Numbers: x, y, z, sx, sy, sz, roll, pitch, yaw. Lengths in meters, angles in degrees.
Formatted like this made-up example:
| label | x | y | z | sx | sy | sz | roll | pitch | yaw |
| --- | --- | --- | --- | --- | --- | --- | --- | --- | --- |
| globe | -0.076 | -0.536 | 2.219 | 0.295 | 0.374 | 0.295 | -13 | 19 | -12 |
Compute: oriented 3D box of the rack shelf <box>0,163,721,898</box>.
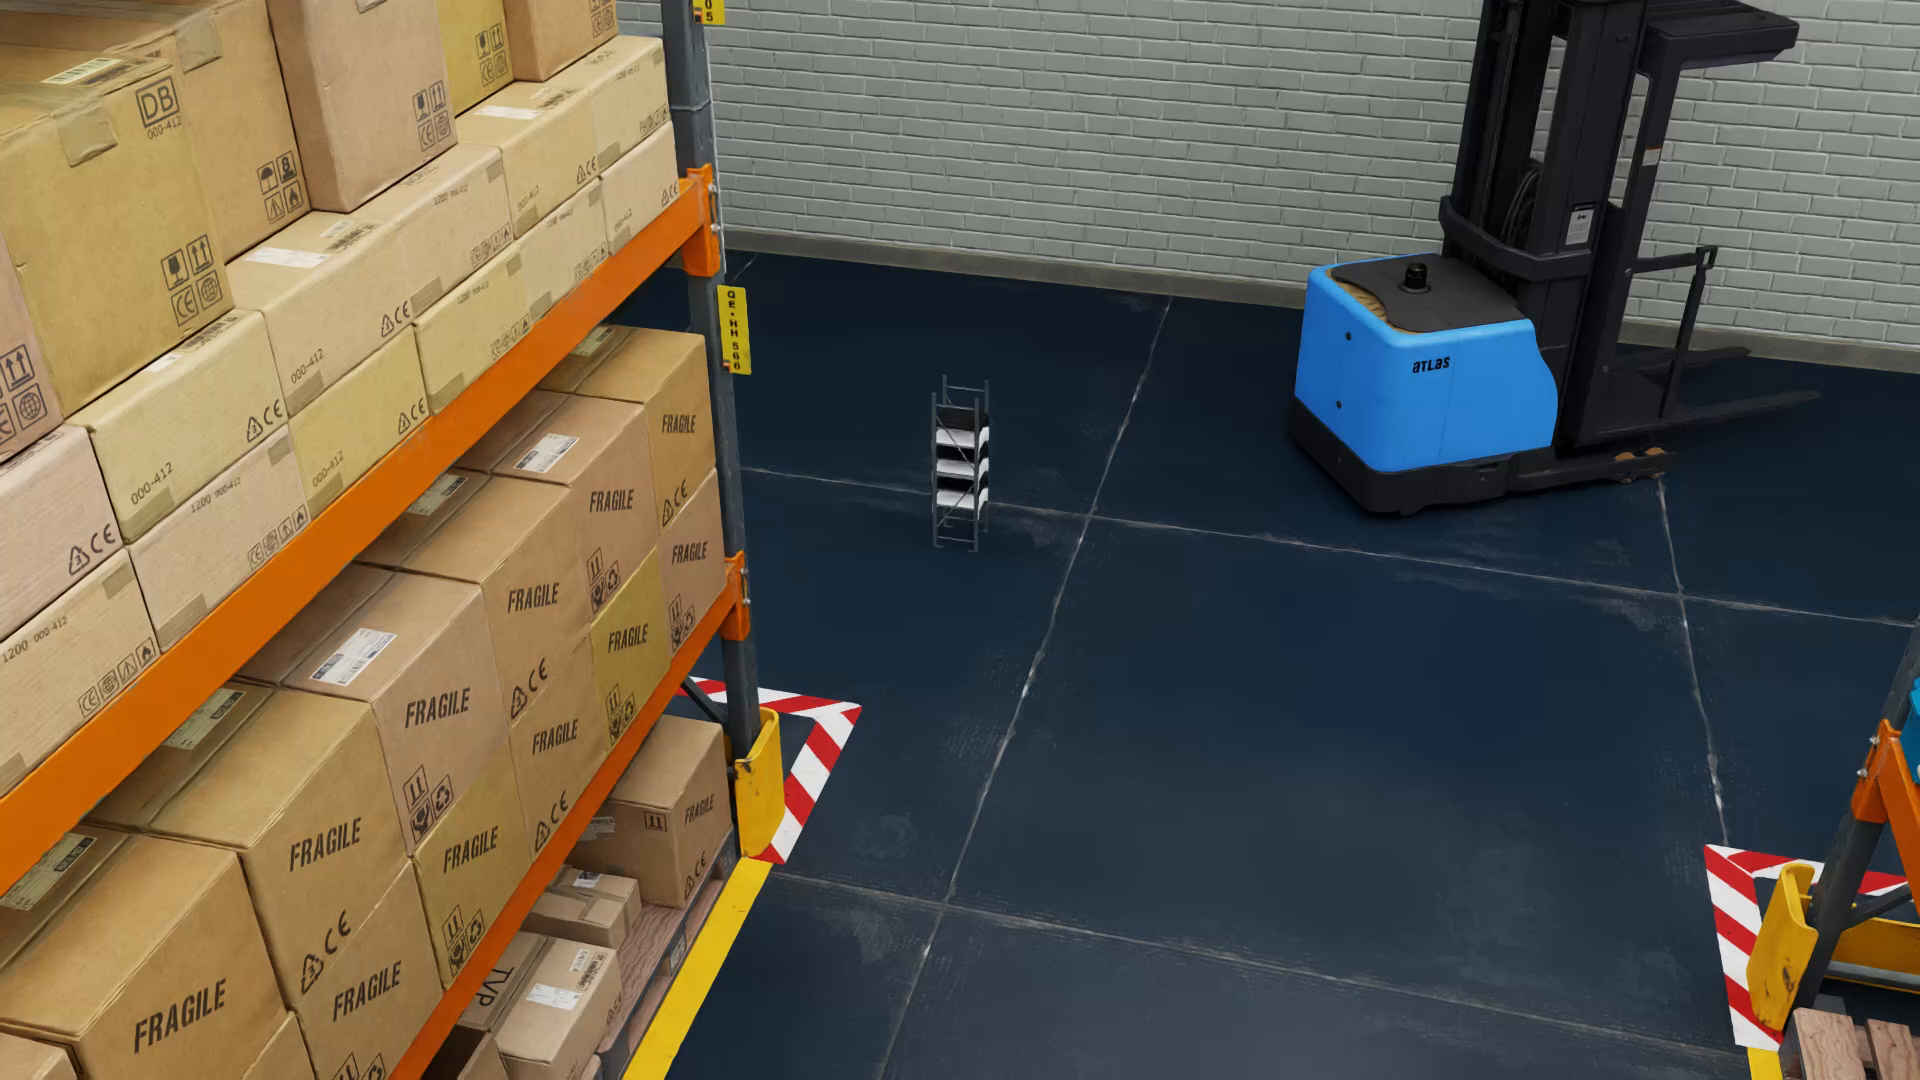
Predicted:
| label | x | y | z | sx | sy | sz | roll | pitch | yaw |
| --- | --- | --- | --- | --- | --- | --- | --- | --- | --- |
| rack shelf | -1.814 | -0.107 | 3.998 | 1.077 | 0.370 | 4.000 | 8 | 33 | 12 |

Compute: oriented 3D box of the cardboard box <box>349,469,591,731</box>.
| label | x | y | z | sx | sy | sz | roll | pitch | yaw |
| --- | --- | --- | --- | --- | --- | --- | --- | --- | --- |
| cardboard box | -1.407 | 0.153 | 4.688 | 0.500 | 0.500 | 0.500 | 9 | 34 | 14 |

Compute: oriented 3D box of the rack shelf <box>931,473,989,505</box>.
| label | x | y | z | sx | sy | sz | roll | pitch | yaw |
| --- | --- | --- | --- | --- | --- | --- | --- | --- | --- |
| rack shelf | 0.002 | -0.280 | 8.581 | 0.258 | 0.077 | 0.200 | 8 | 33 | 12 |

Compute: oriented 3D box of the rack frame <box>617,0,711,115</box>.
| label | x | y | z | sx | sy | sz | roll | pitch | yaw |
| --- | --- | --- | --- | --- | --- | --- | --- | --- | --- |
| rack frame | -1.306 | -2.715 | 4.633 | 1.000 | 3.000 | 0.127 | 8 | 33 | 12 |

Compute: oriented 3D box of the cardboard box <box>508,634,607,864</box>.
| label | x | y | z | sx | sy | sz | roll | pitch | yaw |
| --- | --- | --- | --- | --- | --- | --- | --- | --- | --- |
| cardboard box | -1.417 | 0.572 | 4.961 | 0.500 | 0.500 | 0.500 | 8 | 33 | 13 |

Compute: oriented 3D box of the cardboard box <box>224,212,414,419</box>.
| label | x | y | z | sx | sy | sz | roll | pitch | yaw |
| --- | --- | --- | --- | --- | --- | --- | --- | --- | --- |
| cardboard box | -1.567 | -0.516 | 3.644 | 0.500 | 0.250 | 0.500 | 8 | 33 | 12 |

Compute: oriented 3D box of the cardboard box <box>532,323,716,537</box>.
| label | x | y | z | sx | sy | sz | roll | pitch | yaw |
| --- | --- | --- | --- | --- | --- | --- | --- | --- | --- |
| cardboard box | -1.153 | -0.379 | 5.525 | 0.500 | 0.500 | 0.500 | 8 | 33 | 12 |

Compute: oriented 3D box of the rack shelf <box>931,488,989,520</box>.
| label | x | y | z | sx | sy | sz | roll | pitch | yaw |
| --- | --- | --- | --- | --- | --- | --- | --- | --- | --- |
| rack shelf | 0.002 | -0.204 | 8.630 | 0.258 | 0.077 | 0.200 | 8 | 33 | 12 |

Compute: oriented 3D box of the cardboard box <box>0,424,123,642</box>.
| label | x | y | z | sx | sy | sz | roll | pitch | yaw |
| --- | --- | --- | --- | --- | --- | --- | --- | --- | --- |
| cardboard box | -1.832 | 0.001 | 2.831 | 0.500 | 0.250 | 0.500 | 8 | 33 | 12 |

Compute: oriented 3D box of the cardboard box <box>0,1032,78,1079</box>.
| label | x | y | z | sx | sy | sz | roll | pitch | yaw |
| --- | --- | --- | --- | --- | --- | --- | --- | --- | --- |
| cardboard box | -1.929 | 1.222 | 3.006 | 0.500 | 0.500 | 0.500 | 9 | 34 | 14 |

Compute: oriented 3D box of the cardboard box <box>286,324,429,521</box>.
| label | x | y | z | sx | sy | sz | roll | pitch | yaw |
| --- | --- | --- | --- | --- | --- | --- | --- | --- | --- |
| cardboard box | -1.576 | -0.307 | 3.780 | 0.500 | 0.250 | 0.500 | 8 | 33 | 12 |

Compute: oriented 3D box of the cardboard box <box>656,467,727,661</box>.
| label | x | y | z | sx | sy | sz | roll | pitch | yaw |
| --- | --- | --- | --- | --- | --- | --- | --- | --- | --- |
| cardboard box | -1.156 | 0.044 | 5.791 | 0.500 | 0.500 | 0.500 | 9 | 34 | 14 |

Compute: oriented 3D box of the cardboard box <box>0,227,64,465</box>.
| label | x | y | z | sx | sy | sz | roll | pitch | yaw |
| --- | --- | --- | --- | --- | --- | --- | --- | --- | --- |
| cardboard box | -1.971 | -0.335 | 2.660 | 0.700 | 0.500 | 0.500 | 8 | 33 | 12 |

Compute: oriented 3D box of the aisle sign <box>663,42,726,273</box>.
| label | x | y | z | sx | sy | sz | roll | pitch | yaw |
| --- | --- | --- | --- | --- | --- | --- | --- | --- | --- |
| aisle sign | -0.992 | -1.274 | 5.535 | 0.394 | 0.787 | 0.004 | 8 | 33 | 12 |

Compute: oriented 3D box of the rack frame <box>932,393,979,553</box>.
| label | x | y | z | sx | sy | sz | roll | pitch | yaw |
| --- | --- | --- | --- | --- | --- | --- | --- | --- | --- |
| rack frame | -0.024 | -0.331 | 8.432 | 0.240 | 0.900 | 0.006 | 8 | 33 | 12 |

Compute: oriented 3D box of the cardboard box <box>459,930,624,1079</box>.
| label | x | y | z | sx | sy | sz | roll | pitch | yaw |
| --- | --- | --- | --- | --- | --- | --- | --- | --- | --- |
| cardboard box | -1.476 | 1.596 | 5.596 | 0.500 | 0.250 | 0.500 | 8 | 33 | 12 |

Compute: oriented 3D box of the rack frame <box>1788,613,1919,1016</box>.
| label | x | y | z | sx | sy | sz | roll | pitch | yaw |
| --- | --- | --- | --- | --- | --- | --- | --- | --- | --- |
| rack frame | 3.484 | 0.493 | 5.178 | 1.000 | 3.000 | 0.127 | 8 | 33 | 12 |

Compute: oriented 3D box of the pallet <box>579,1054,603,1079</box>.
| label | x | y | z | sx | sy | sz | roll | pitch | yaw |
| --- | --- | --- | --- | --- | --- | --- | --- | --- | --- |
| pallet | -1.838 | 2.078 | 5.284 | 1.003 | 0.211 | 1.213 | 8 | 33 | 12 |

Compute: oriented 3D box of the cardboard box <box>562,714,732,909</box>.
| label | x | y | z | sx | sy | sz | roll | pitch | yaw |
| --- | --- | --- | --- | --- | --- | --- | --- | --- | --- |
| cardboard box | -1.206 | 1.002 | 6.298 | 0.500 | 0.500 | 0.500 | 8 | 33 | 12 |

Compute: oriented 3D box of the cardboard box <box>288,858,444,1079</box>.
| label | x | y | z | sx | sy | sz | roll | pitch | yaw |
| --- | --- | --- | --- | --- | --- | --- | --- | --- | --- |
| cardboard box | -1.672 | 1.098 | 4.134 | 0.500 | 0.500 | 0.500 | 8 | 33 | 12 |

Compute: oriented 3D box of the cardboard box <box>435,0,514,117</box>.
| label | x | y | z | sx | sy | sz | roll | pitch | yaw |
| --- | --- | --- | --- | --- | --- | --- | --- | --- | --- |
| cardboard box | -1.629 | -1.396 | 4.329 | 0.700 | 0.500 | 0.500 | 8 | 33 | 12 |

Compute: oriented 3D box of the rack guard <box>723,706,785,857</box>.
| label | x | y | z | sx | sy | sz | roll | pitch | yaw |
| --- | --- | --- | --- | --- | --- | --- | --- | --- | --- |
| rack guard | -1.325 | 0.911 | 6.851 | 1.175 | 0.500 | 0.348 | 8 | 33 | 12 |

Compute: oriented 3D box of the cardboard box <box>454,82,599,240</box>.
| label | x | y | z | sx | sy | sz | roll | pitch | yaw |
| --- | --- | --- | --- | --- | --- | --- | --- | --- | --- |
| cardboard box | -1.316 | -1.036 | 4.461 | 0.500 | 0.250 | 0.500 | 8 | 33 | 12 |

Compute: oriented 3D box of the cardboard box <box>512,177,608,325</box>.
| label | x | y | z | sx | sy | sz | roll | pitch | yaw |
| --- | --- | --- | --- | --- | --- | --- | --- | --- | --- |
| cardboard box | -1.319 | -0.825 | 4.596 | 0.500 | 0.250 | 0.500 | 8 | 33 | 12 |

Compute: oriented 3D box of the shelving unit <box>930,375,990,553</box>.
| label | x | y | z | sx | sy | sz | roll | pitch | yaw |
| --- | --- | --- | --- | --- | --- | --- | --- | --- | --- |
| shelving unit | 0.002 | -0.384 | 8.515 | 0.258 | 0.900 | 0.210 | 8 | 33 | 12 |

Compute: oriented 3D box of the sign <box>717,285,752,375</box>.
| label | x | y | z | sx | sy | sz | roll | pitch | yaw |
| --- | --- | --- | --- | --- | --- | --- | --- | --- | --- |
| sign | -0.774 | -0.719 | 5.711 | 0.100 | 0.325 | 0.005 | 8 | 33 | 12 |

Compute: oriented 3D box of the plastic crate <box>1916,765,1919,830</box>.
| label | x | y | z | sx | sy | sz | roll | pitch | yaw |
| --- | --- | --- | --- | --- | --- | --- | --- | --- | --- |
| plastic crate | 2.942 | 0.818 | 4.858 | 0.250 | 0.136 | 0.298 | 8 | 33 | 12 |

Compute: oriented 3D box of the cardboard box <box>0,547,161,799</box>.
| label | x | y | z | sx | sy | sz | roll | pitch | yaw |
| --- | --- | --- | --- | --- | --- | --- | --- | --- | --- |
| cardboard box | -1.828 | 0.213 | 2.964 | 0.500 | 0.250 | 0.500 | 8 | 33 | 12 |

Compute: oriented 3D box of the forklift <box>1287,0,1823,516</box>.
| label | x | y | z | sx | sy | sz | roll | pitch | yaw |
| --- | --- | --- | --- | --- | --- | --- | --- | --- | --- |
| forklift | 3.466 | -1.816 | 8.874 | 3.031 | 2.935 | 1.130 | -9 | 34 | -15 |

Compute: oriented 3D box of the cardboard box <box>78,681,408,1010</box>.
| label | x | y | z | sx | sy | sz | roll | pitch | yaw |
| --- | --- | --- | --- | --- | --- | --- | --- | --- | --- |
| cardboard box | -1.668 | 0.688 | 3.847 | 0.500 | 0.500 | 0.500 | 7 | 33 | 11 |

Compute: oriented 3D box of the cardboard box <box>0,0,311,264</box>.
| label | x | y | z | sx | sy | sz | roll | pitch | yaw |
| --- | --- | --- | --- | --- | --- | --- | --- | --- | --- |
| cardboard box | -1.870 | -0.876 | 3.510 | 0.700 | 0.500 | 0.500 | 8 | 33 | 12 |

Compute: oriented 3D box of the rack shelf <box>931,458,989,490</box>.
| label | x | y | z | sx | sy | sz | roll | pitch | yaw |
| --- | --- | --- | --- | --- | --- | --- | --- | --- | --- |
| rack shelf | 0.002 | -0.356 | 8.533 | 0.258 | 0.077 | 0.200 | 8 | 33 | 12 |
